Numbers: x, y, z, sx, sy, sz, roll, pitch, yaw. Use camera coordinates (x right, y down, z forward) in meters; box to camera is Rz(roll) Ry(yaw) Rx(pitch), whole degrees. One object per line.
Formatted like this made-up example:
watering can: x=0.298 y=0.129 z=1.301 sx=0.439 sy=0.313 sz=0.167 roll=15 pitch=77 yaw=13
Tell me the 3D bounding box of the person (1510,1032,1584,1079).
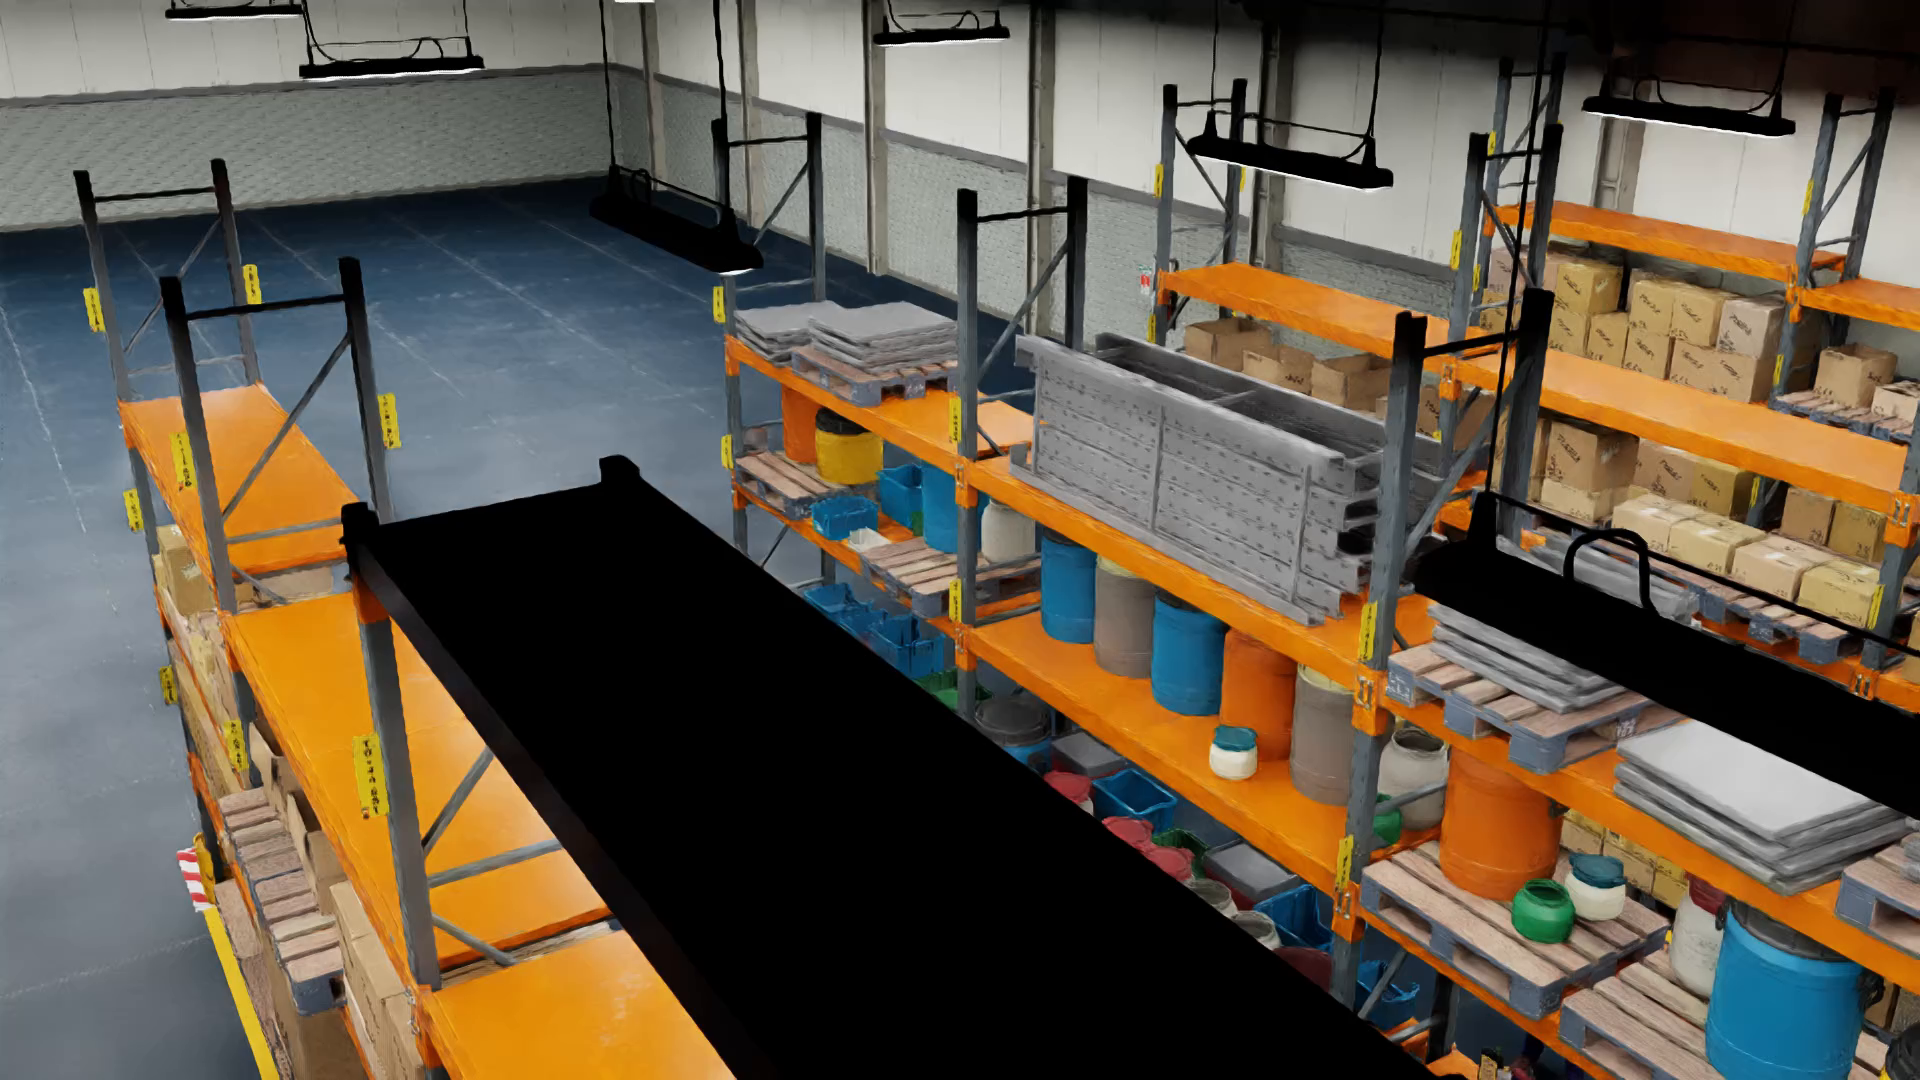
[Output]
person: x=4.174 y=3.062 z=11.524 sx=0.530 sy=1.653 sz=0.430 roll=12 pitch=25 yaw=27
